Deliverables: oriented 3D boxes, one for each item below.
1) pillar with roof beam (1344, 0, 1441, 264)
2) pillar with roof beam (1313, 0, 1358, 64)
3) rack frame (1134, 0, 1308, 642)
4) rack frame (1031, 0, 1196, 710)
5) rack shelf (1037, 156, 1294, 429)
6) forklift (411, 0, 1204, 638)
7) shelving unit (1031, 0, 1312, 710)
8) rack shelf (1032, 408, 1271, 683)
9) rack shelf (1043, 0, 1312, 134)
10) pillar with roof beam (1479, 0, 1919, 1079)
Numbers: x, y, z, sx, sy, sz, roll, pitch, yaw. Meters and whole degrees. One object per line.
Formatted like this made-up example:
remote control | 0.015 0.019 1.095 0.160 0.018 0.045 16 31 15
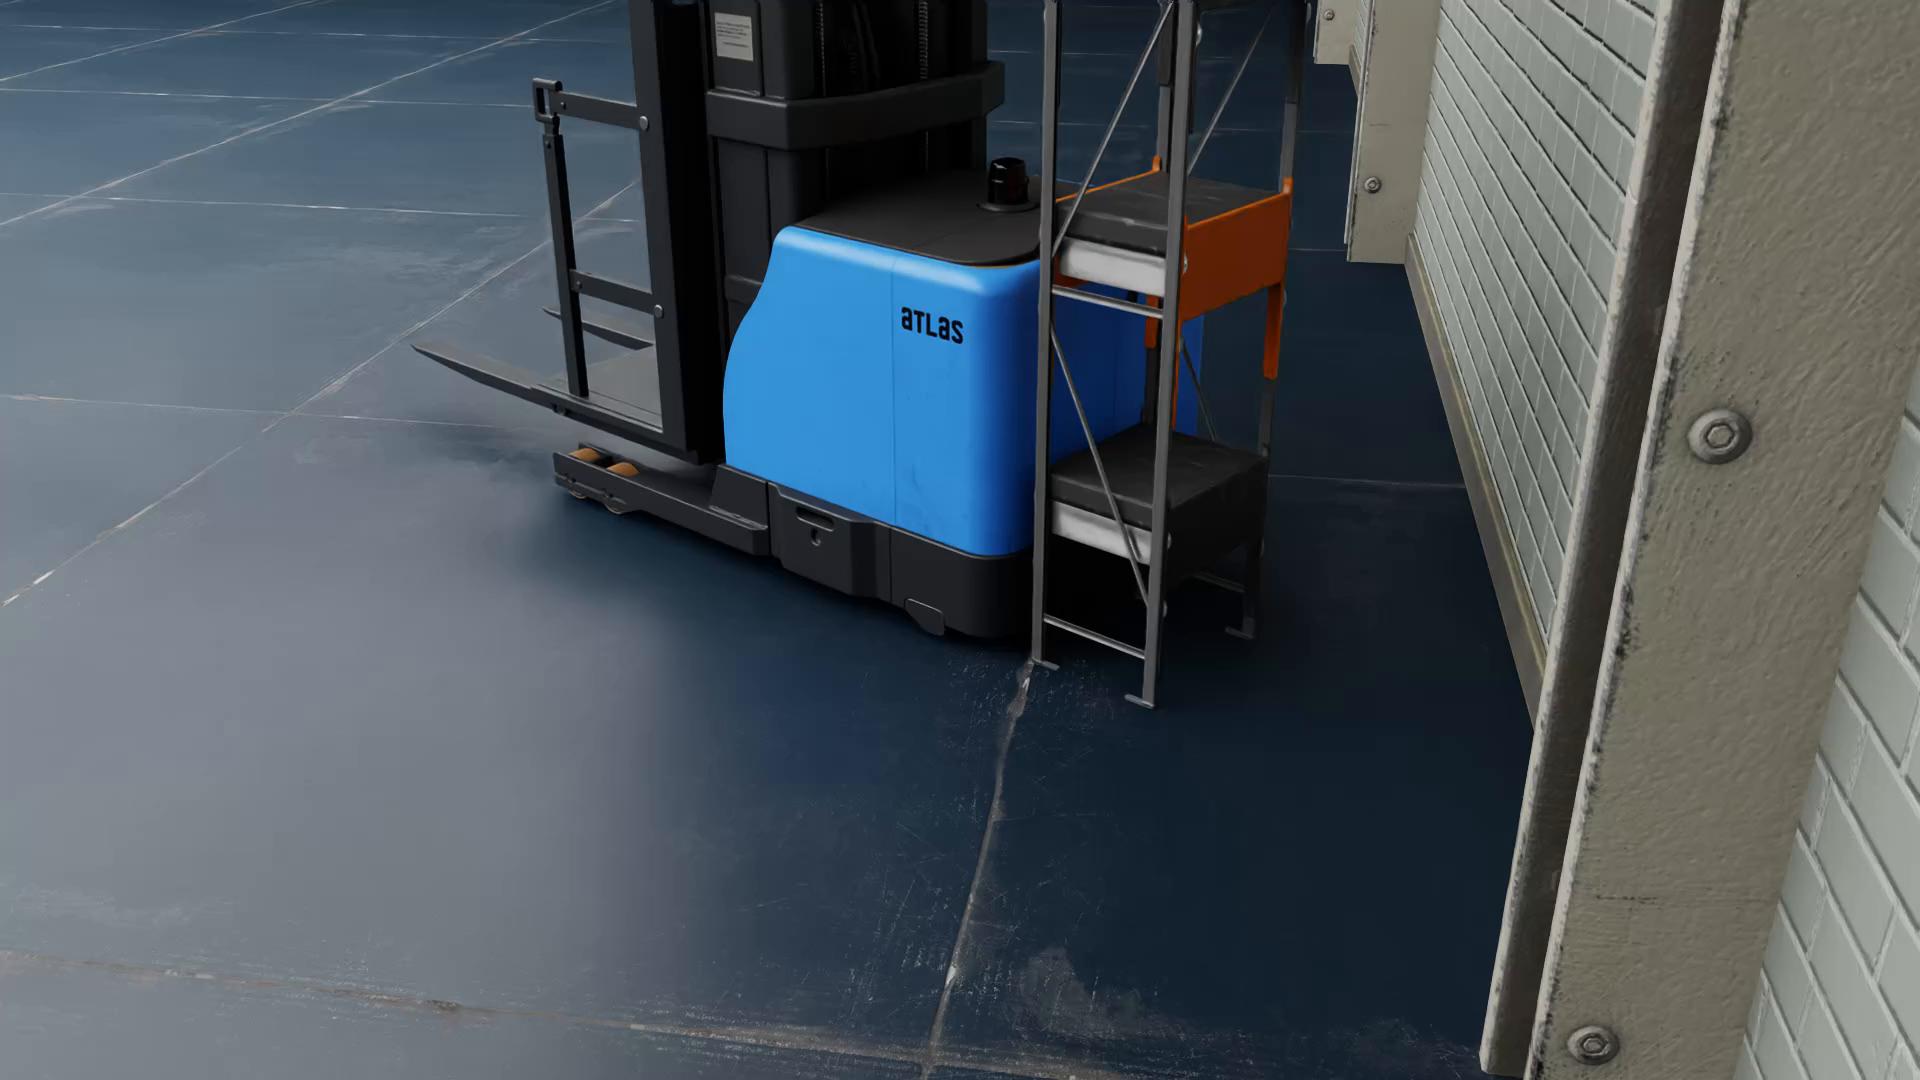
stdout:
pillar with roof beam | -2.157 -5.815 7.059 9.100 9.000 0.400 4 25 9
pillar with roof beam | -1.177 -8.325 12.420 9.100 9.000 0.400 4 25 9
rack frame | 0.668 -0.724 4.320 0.400 2.100 0.015 20 32 36
rack frame | 0.352 -0.566 3.983 0.400 2.100 0.015 20 32 36
rack shelf | 0.510 -0.633 4.158 0.431 0.518 0.480 20 32 36
forklift | -0.717 -1.562 5.130 3.031 2.935 1.130 20 32 36
shelving unit | 0.510 -0.645 4.152 0.431 2.100 0.503 20 32 36
rack shelf | 0.510 0.001 4.454 0.431 0.518 0.480 20 32 36
rack shelf | 0.510 -1.267 3.861 0.431 0.518 0.480 20 32 36
pillar with roof beam | -3.138 -3.306 1.698 9.100 9.000 0.400 4 25 9
